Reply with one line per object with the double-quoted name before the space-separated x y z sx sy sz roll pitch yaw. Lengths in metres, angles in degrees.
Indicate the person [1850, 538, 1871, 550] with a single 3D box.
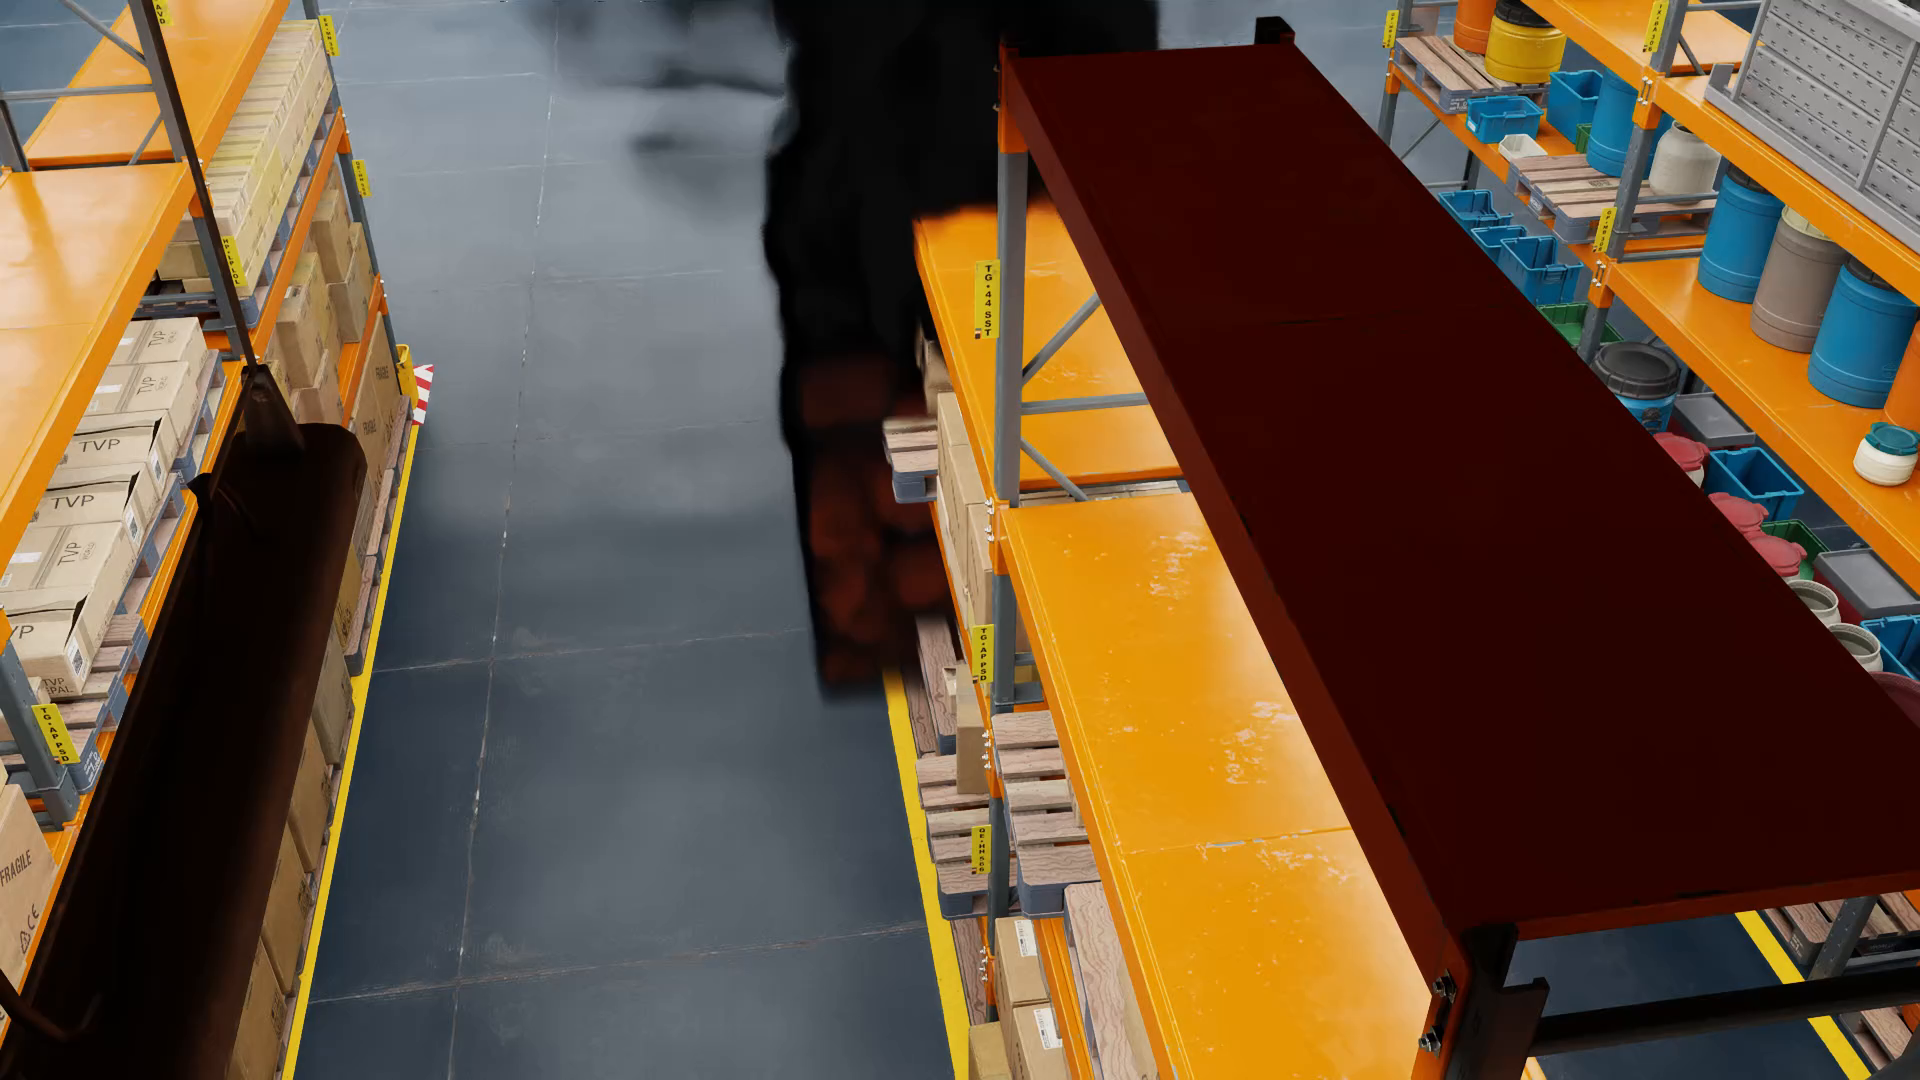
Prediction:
"person" 6.782 -0.431 11.939 0.647 1.702 0.598 -8 37 -11
